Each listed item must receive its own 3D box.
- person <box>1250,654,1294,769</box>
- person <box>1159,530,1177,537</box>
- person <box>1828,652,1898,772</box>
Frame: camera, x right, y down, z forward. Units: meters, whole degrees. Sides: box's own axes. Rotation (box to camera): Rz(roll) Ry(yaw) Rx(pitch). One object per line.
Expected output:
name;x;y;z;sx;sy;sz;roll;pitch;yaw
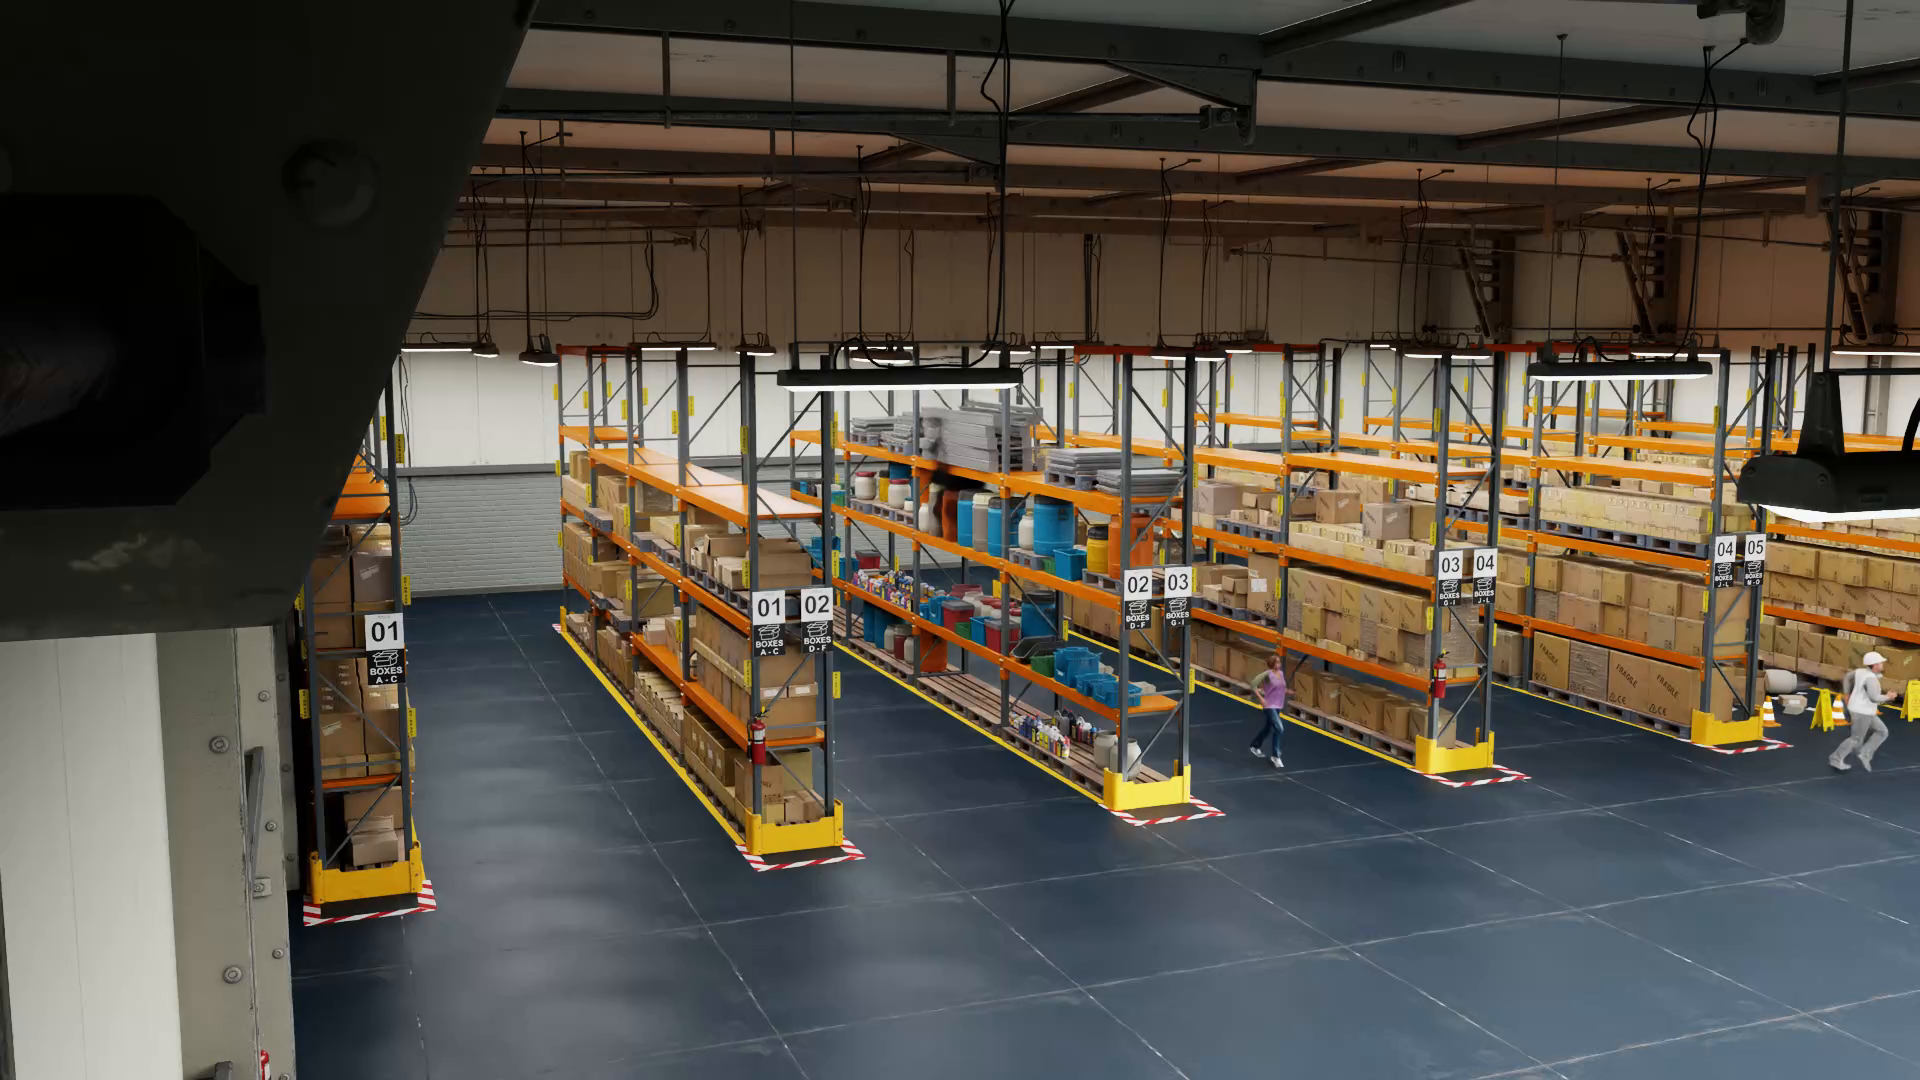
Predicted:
person;4.531;2.473;24.210;0.520;1.644;0.733;-7;10;-44
person;4.986;0.315;40.821;0.875;1.647;0.638;-5;9;-36
person;12.873;2.452;23.685;0.806;1.761;0.682;2;8;18
